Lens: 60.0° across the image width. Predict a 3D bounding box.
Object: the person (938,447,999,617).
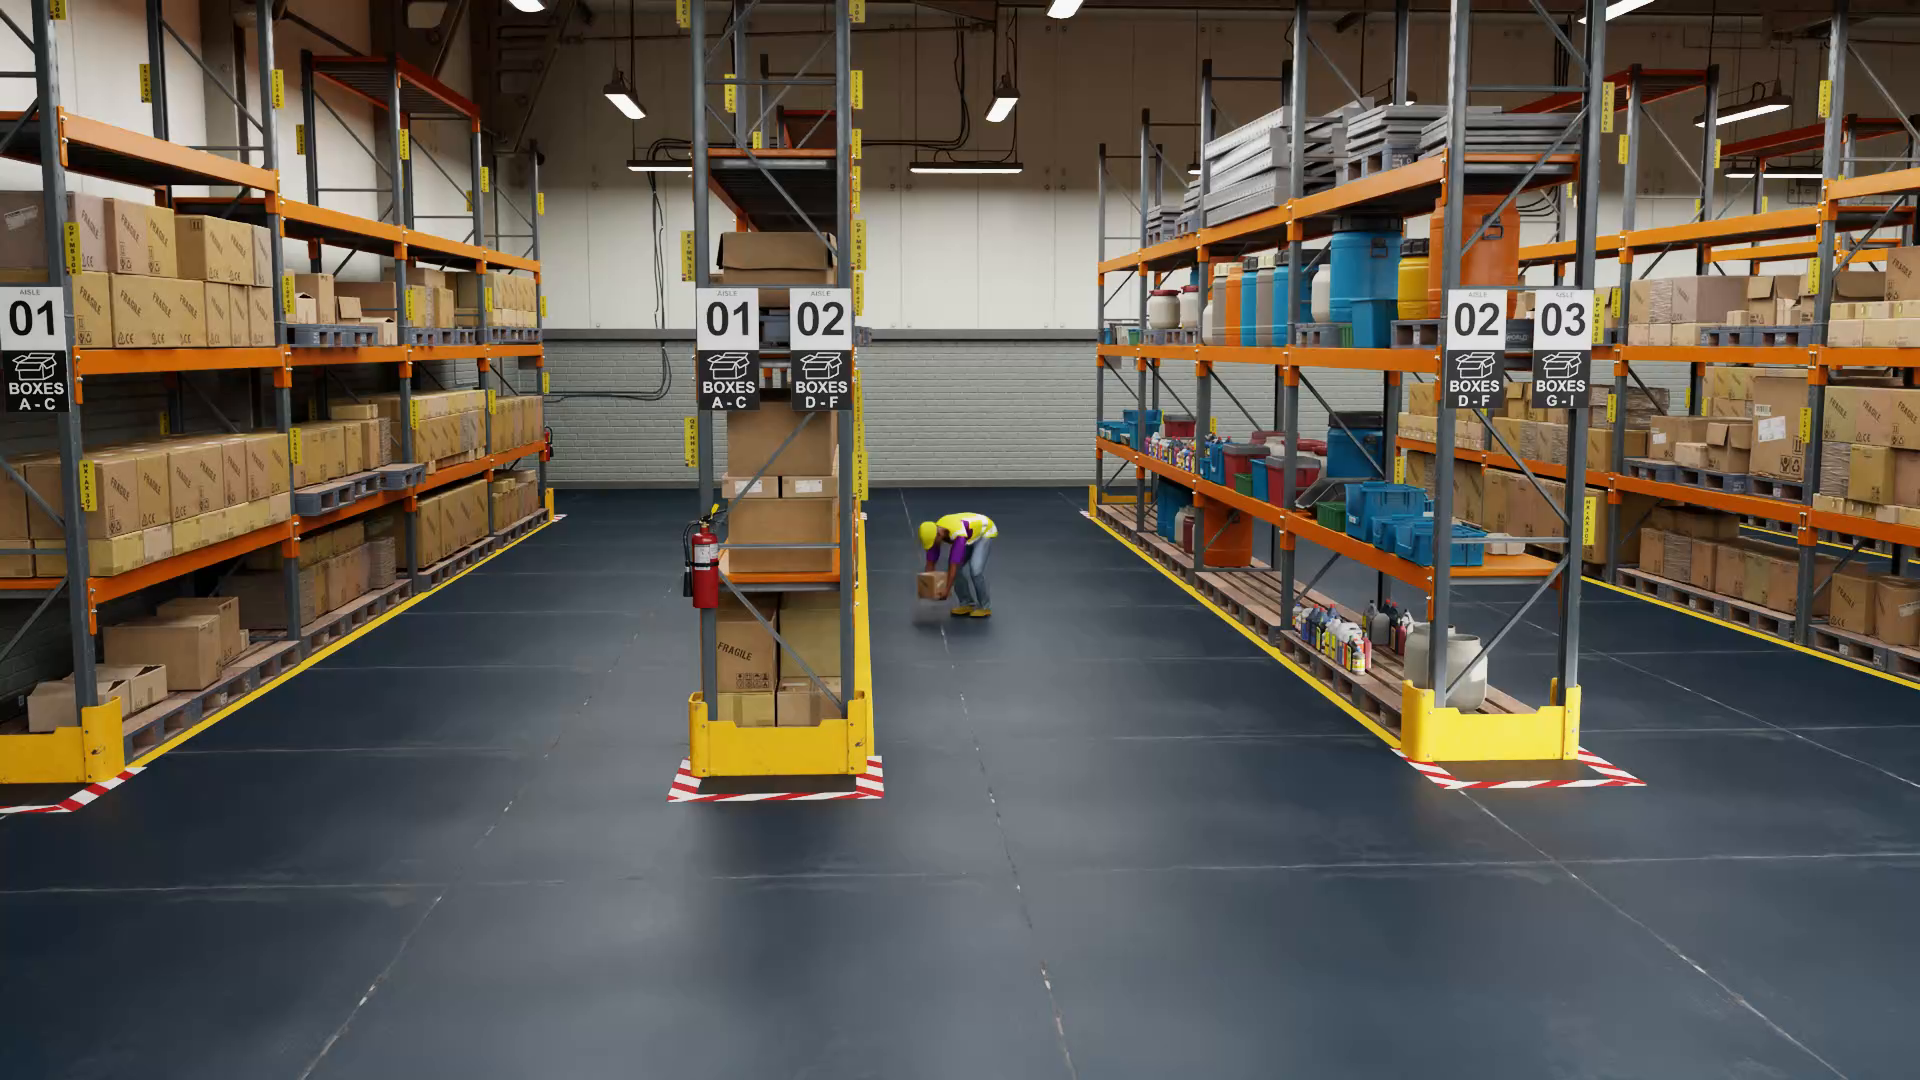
[{"bbox_3d":[0.081,-0.080,17.323,0.505,1.762,0.575,7,10,44],"label":"person"}]
